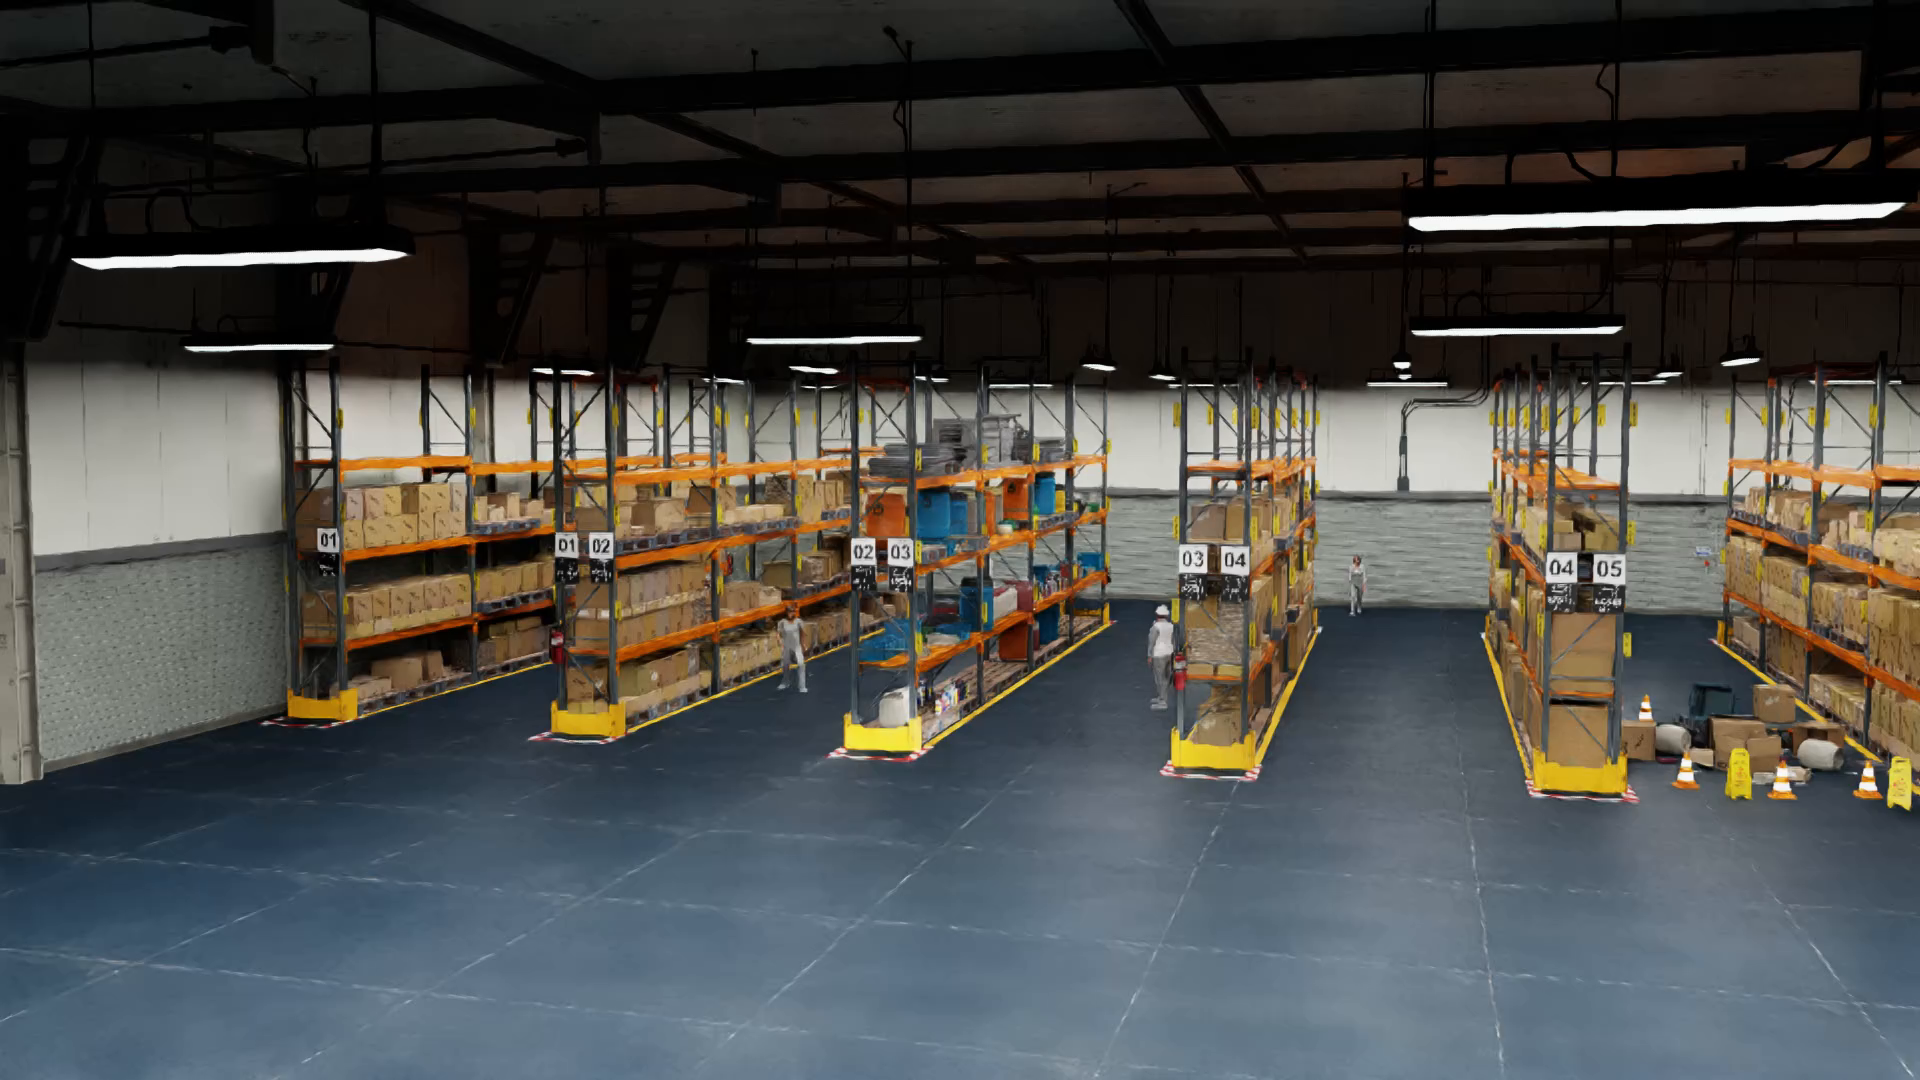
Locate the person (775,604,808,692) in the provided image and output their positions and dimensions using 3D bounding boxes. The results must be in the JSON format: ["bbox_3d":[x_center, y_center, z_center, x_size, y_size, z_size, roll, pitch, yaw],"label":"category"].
[{"bbox_3d":[-3.060,1.959,30.416,0.609,1.604,0.814,0,4,-1],"label":"person"}]

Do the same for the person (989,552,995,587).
[{"bbox_3d":[0.621,1.103,40.726,0.582,1.780,0.772,1,4,11],"label":"person"}]

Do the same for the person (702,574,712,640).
[{"bbox_3d":[-5.464,1.527,36.359,0.593,1.629,0.528,1,4,13],"label":"person"}]

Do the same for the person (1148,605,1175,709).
[{"bbox_3d":[3.458,1.997,28.700,0.628,1.768,0.569,-4,6,-44],"label":"person"}]

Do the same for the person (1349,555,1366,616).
[{"bbox_3d":[10.090,1.136,42.202,0.416,1.525,1.034,1,4,14],"label":"person"}]
